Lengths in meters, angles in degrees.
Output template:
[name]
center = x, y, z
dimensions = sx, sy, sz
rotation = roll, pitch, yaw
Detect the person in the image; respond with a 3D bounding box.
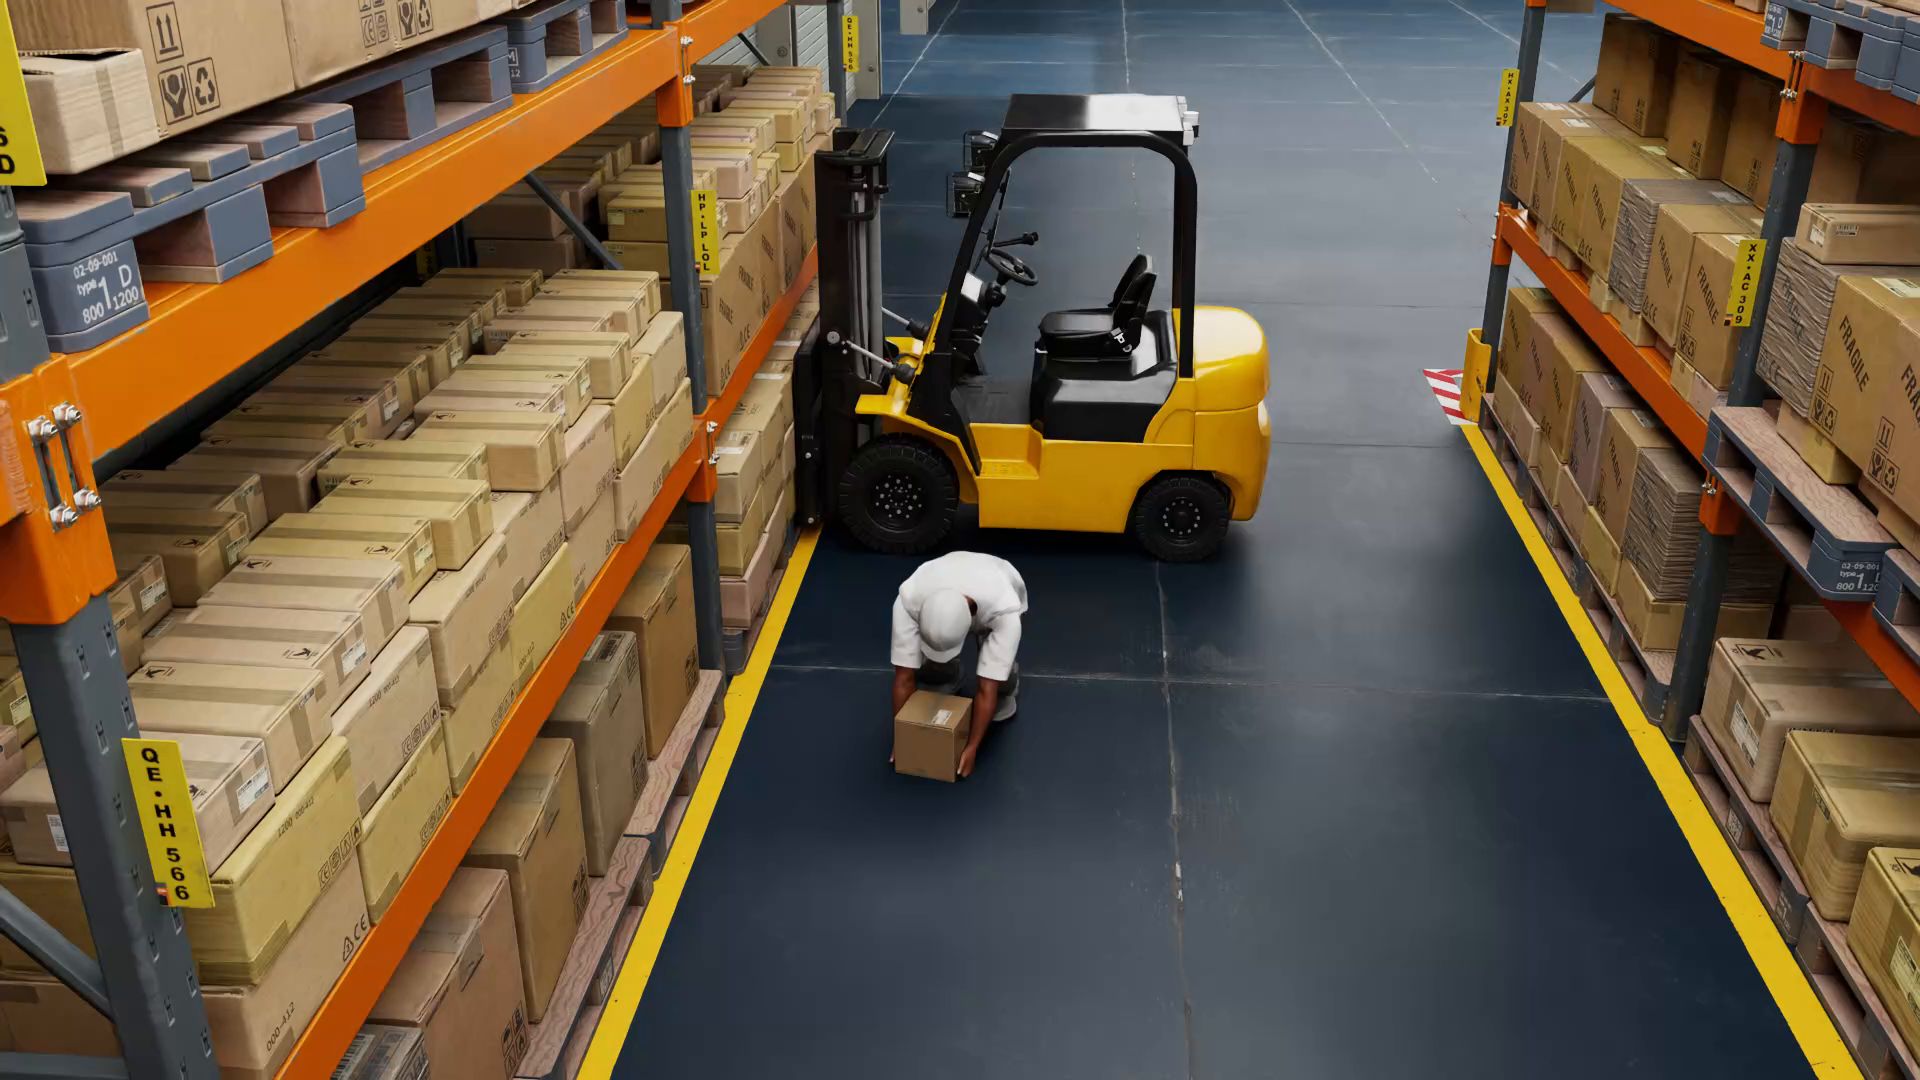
[person]
center = 0.019, 0.448, 6.856
dimensions = 0.534, 0.869, 0.932
rotation = 7, 25, 15
